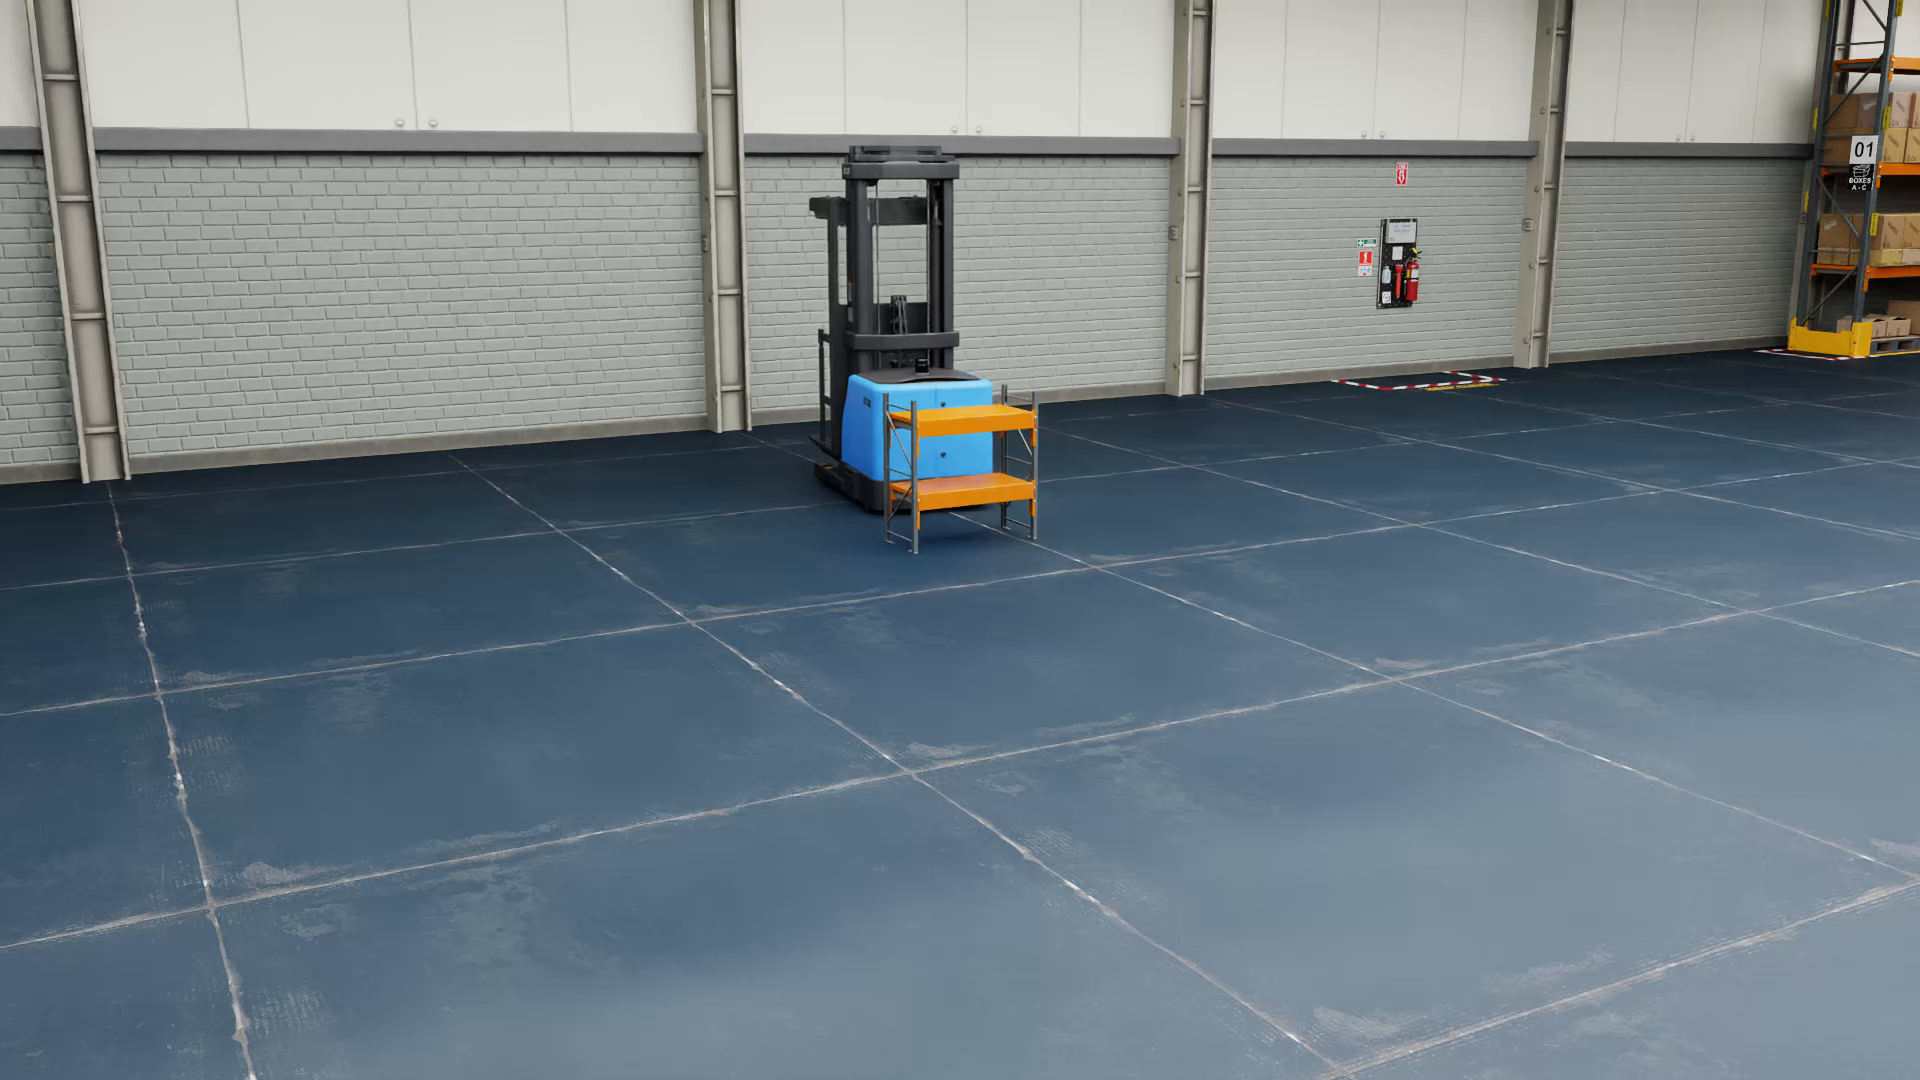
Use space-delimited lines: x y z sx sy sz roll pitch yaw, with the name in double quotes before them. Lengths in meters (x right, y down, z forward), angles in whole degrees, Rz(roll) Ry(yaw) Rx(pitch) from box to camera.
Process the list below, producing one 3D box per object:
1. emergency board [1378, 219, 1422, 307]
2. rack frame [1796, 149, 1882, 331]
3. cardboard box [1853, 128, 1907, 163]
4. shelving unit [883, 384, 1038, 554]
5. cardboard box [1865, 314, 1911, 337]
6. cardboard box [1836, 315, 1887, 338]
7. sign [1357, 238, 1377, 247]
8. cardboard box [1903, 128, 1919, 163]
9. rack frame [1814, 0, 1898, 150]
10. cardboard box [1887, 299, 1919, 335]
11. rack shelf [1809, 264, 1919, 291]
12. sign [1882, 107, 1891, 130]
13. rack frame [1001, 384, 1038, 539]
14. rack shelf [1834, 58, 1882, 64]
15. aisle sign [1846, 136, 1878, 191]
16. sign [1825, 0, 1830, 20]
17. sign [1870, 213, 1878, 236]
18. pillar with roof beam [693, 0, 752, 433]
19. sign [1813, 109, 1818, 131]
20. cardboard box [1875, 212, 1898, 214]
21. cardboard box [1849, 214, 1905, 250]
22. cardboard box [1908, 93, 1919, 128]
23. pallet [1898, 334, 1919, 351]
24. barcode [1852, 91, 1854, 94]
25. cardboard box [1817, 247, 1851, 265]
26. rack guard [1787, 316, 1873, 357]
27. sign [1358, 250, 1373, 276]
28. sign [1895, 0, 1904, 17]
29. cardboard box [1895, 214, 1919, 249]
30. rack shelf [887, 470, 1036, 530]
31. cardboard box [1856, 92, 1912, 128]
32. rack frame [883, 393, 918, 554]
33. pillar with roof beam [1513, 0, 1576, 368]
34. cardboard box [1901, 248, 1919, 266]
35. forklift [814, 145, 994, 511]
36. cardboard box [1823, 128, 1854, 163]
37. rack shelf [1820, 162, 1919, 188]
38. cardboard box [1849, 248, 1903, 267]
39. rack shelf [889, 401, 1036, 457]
"emergency board" 5.870 -3.662 22.050 0.636 1.158 0.192 -7 14 -28
"rack frame" 13.120 -4.306 24.909 0.127 3.000 1.000 -7 14 -28
"cardboard box" 13.534 -5.814 24.508 0.500 0.500 0.500 -6 14 -26
"shelving unit" 0.006 -0.549 12.489 1.048 1.125 0.538 -7 14 -28
"cardboard box" 14.271 -3.324 25.668 0.500 0.311 0.500 -6 14 -23
"cardboard box" 13.771 -3.264 25.402 0.500 0.311 0.500 -9 15 -34
"sign" 5.340 -3.898 21.812 0.331 0.109 0.001 -7 14 -28
"cardboard box" 14.022 -5.864 24.729 0.500 0.500 0.500 -6 14 -24
"rack frame" 13.120 -7.232 24.250 0.127 3.000 1.000 -7 14 -28
"cardboard box" 14.939 -3.484 25.948 0.500 0.500 0.700 -8 15 -31
"rack shelf" 14.876 -4.165 25.923 4.000 0.370 1.077 -7 14 -28
"sign" 13.381 -6.091 24.019 0.005 0.325 0.100 -7 14 -28
"rack frame" 0.452 -0.603 12.726 0.032 1.125 0.500 -7 14 -28
"rack shelf" 14.876 -7.220 25.235 3.809 0.052 0.919 -7 14 -28
"aisle sign" 13.201 -5.508 24.333 0.004 0.787 0.394 -7 14 -28
"sign" 12.872 -7.874 24.615 0.005 0.325 0.100 -7 14 -28
"sign" 13.381 -4.623 24.349 0.005 0.325 0.100 -7 14 -28
"pillar with roof beam" -0.416 -4.749 13.217 0.400 9.000 9.100 -7 14 -28
"sign" 12.872 -6.310 24.967 0.005 0.325 0.100 -7 14 -28
"cardboard box" 14.331 -4.805 25.715 0.500 0.500 0.500 -7 15 -29
"cardboard box" 13.683 -4.600 24.806 0.500 0.500 0.500 -7 14 -28
"cardboard box" 14.039 -6.352 24.620 0.500 0.500 0.500 -7 14 -29
"pallet" 14.987 -3.159 26.166 1.213 0.211 1.003 -7 14 -28
"barcode" 13.504 -6.769 25.153 0.075 0.075 0.001 -7 14 -28
"cardboard box" 13.438 -4.329 25.307 0.500 0.250 0.500 -7 14 -27
"rack guard" 13.187 -3.094 25.219 0.348 0.500 1.175 -7 14 -28
"sign" 5.332 -3.641 21.875 0.234 0.329 0.001 -7 14 -28
"sign" 13.380 -7.622 23.674 0.005 0.325 0.100 -7 14 -28
"cardboard box" 14.122 -4.650 25.029 0.500 0.500 0.500 -7 14 -28
"rack shelf" 0.006 -0.311 12.543 1.000 0.278 0.538 -7 14 -28
"cardboard box" 13.575 -6.309 24.429 0.500 0.500 0.500 -8 15 -32
"rack frame" -0.440 -0.496 12.251 0.032 1.125 0.500 -7 14 -28
"pillar with roof beam" 10.117 -6.012 18.827 0.400 9.000 9.100 -7 14 -28
"cardboard box" 14.150 -4.290 25.134 0.500 0.250 0.500 -7 15 -30
"forklift" -0.672 -1.943 14.567 1.130 2.935 3.031 -4 13 -18
"cardboard box" 13.365 -5.920 24.978 0.500 0.500 0.500 -6 14 -24
"rack shelf" 14.876 -5.628 25.593 4.000 0.370 1.077 -7 14 -28
"cardboard box" 13.701 -4.232 24.879 0.500 0.250 0.500 -7 15 -29
"rack shelf" 0.006 -0.835 12.425 1.000 0.278 0.538 -7 14 -28
